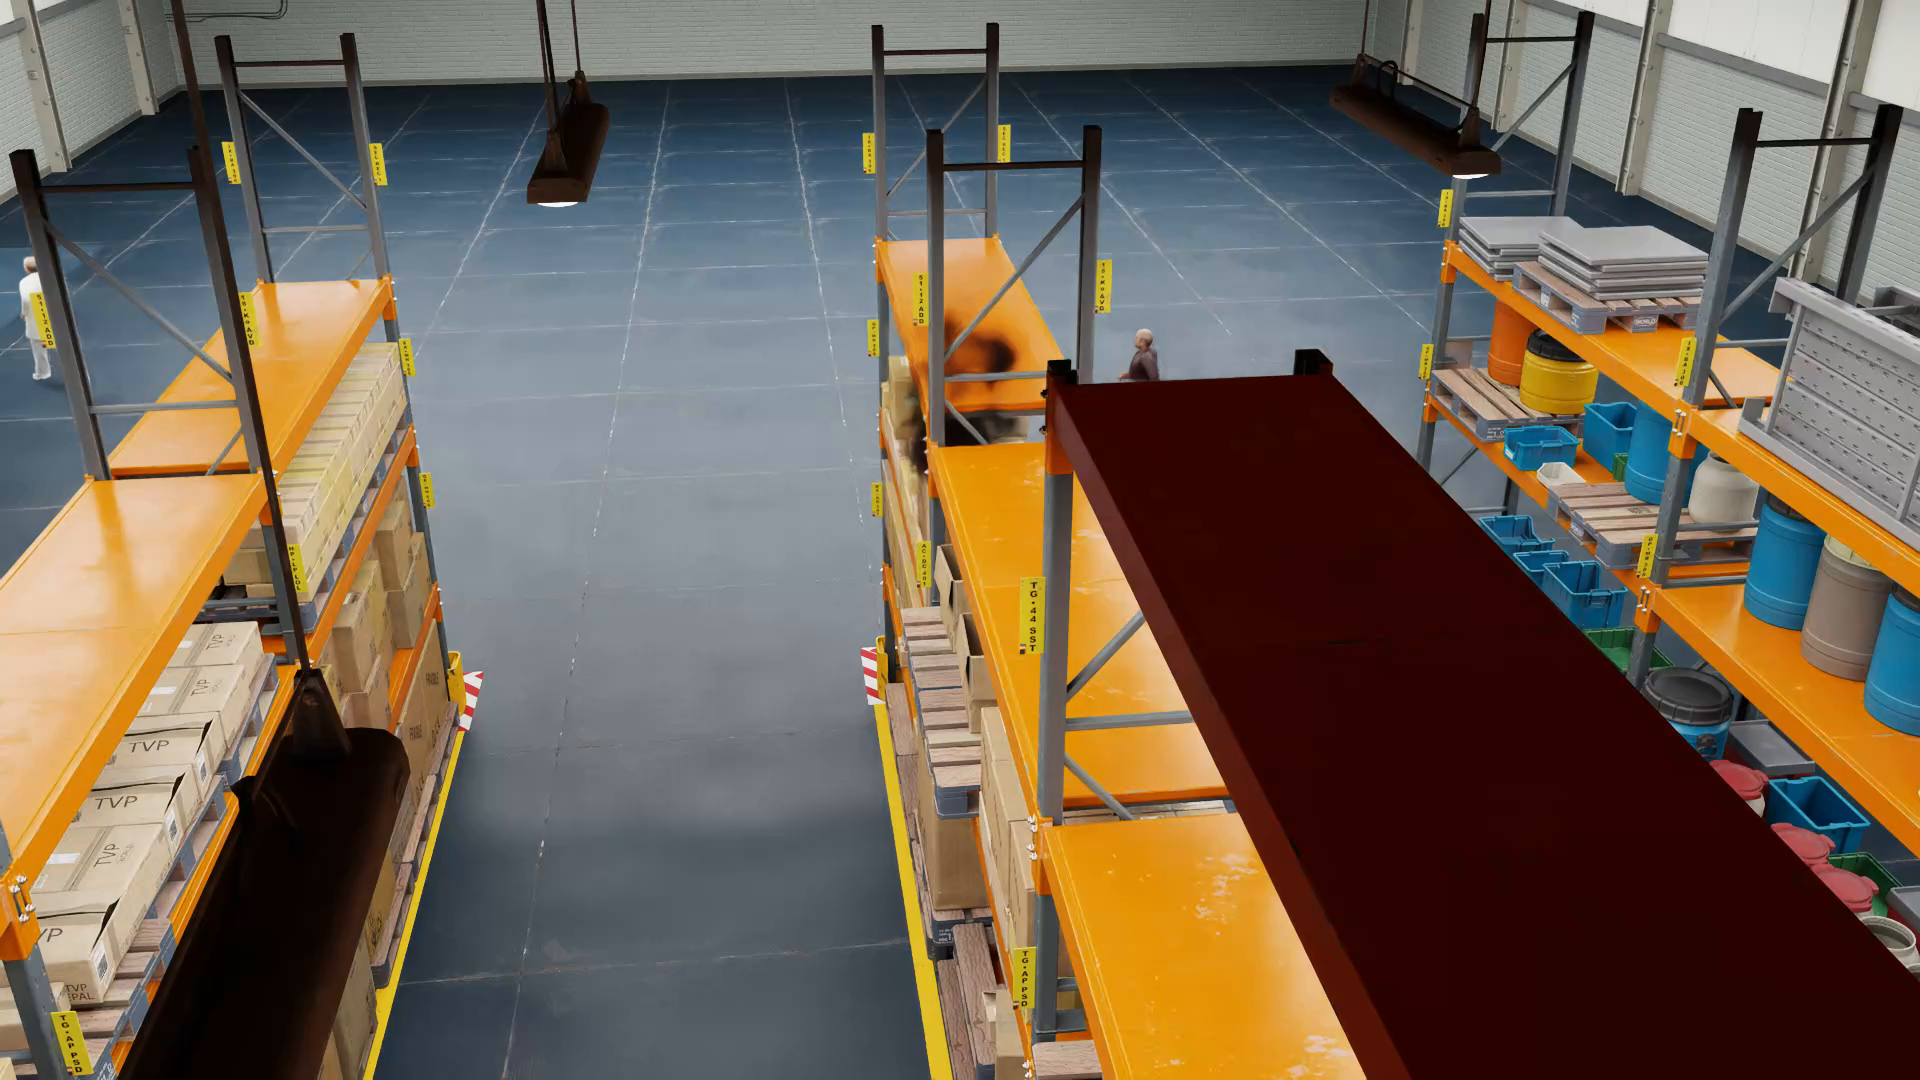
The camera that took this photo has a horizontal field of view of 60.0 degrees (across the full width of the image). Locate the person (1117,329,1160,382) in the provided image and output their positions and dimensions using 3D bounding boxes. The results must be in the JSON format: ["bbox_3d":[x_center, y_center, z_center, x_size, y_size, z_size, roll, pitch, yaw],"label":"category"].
[{"bbox_3d":[2.224,-1.659,19.923,0.933,1.799,0.734,7,26,14],"label":"person"}]

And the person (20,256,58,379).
[{"bbox_3d":[-12.484,-2.997,22.682,1.049,1.781,0.710,15,29,28],"label":"person"}]
